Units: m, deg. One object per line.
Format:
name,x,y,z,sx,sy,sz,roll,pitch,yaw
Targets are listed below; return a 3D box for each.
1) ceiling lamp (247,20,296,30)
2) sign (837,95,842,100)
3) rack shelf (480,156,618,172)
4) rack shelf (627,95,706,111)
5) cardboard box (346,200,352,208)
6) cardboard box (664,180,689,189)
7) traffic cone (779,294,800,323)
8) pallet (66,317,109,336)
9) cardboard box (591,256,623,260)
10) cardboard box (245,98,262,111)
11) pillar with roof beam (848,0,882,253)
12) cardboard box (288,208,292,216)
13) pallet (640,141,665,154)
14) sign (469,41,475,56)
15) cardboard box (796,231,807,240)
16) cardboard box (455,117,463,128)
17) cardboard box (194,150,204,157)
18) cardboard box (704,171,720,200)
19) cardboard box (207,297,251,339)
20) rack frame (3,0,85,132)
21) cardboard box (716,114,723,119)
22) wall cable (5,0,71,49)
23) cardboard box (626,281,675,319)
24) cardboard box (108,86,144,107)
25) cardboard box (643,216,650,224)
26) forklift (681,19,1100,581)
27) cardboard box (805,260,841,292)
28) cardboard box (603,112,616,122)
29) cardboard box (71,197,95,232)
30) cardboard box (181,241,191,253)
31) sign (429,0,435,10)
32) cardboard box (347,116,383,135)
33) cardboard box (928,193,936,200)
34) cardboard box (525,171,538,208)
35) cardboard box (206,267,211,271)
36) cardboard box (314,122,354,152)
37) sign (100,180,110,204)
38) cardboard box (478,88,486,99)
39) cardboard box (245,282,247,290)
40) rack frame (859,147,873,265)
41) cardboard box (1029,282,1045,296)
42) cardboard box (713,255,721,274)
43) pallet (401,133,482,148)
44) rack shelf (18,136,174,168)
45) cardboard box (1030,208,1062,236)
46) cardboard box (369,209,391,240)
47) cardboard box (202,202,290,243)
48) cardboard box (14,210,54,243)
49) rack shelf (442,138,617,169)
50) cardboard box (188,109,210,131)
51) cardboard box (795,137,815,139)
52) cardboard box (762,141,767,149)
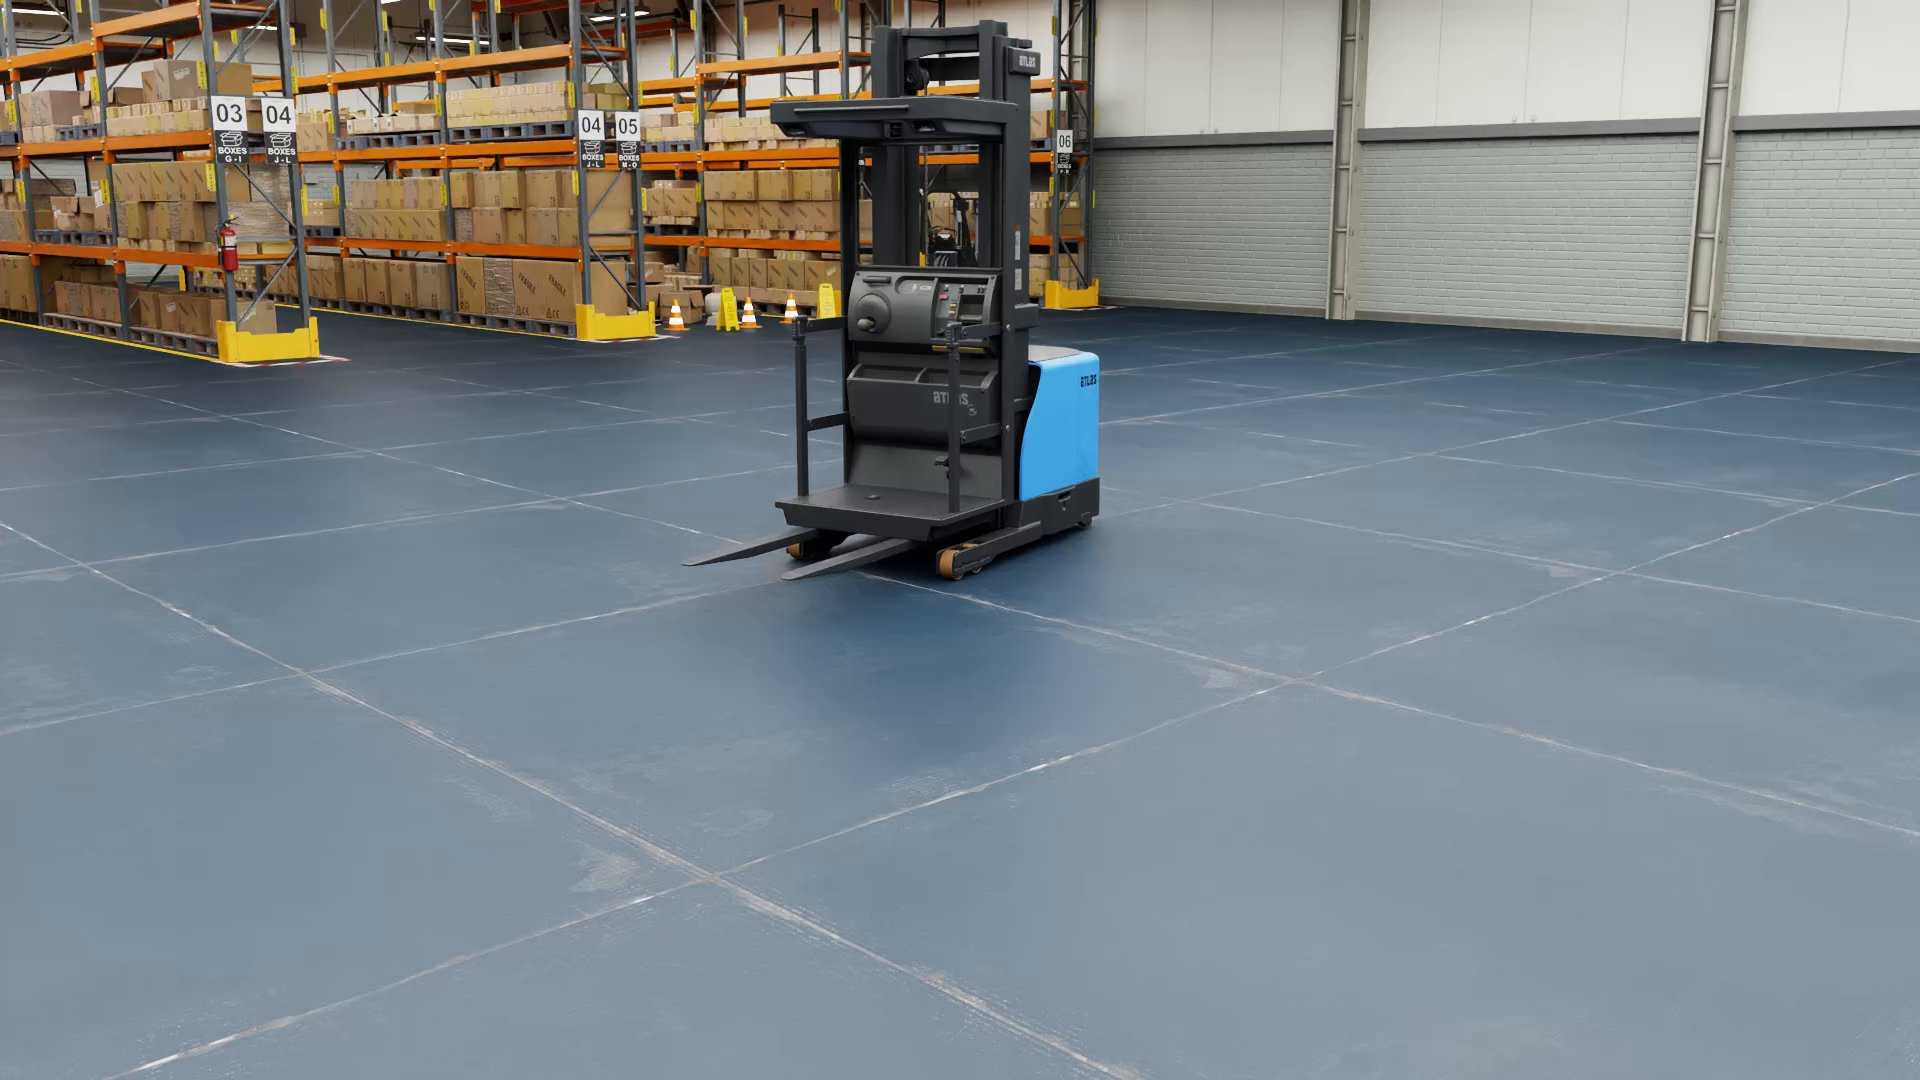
ceiling lamp,-16.172,-13.322,37.808,2.000,3.185,0.800,-11,16,-43
sign,-1.931,-6.964,26.653,0.100,0.325,0.005,-11,16,-43
rack shelf,-8.421,-7.712,34.260,1.077,0.370,4.000,-11,16,-43
rack shelf,-7.596,-10.456,40.151,1.077,0.370,4.000,-11,16,-43
cardboard box,-10.917,-6.106,30.224,0.250,0.149,0.380,11,16,44
cardboard box,-5.245,-6.572,30.746,0.250,0.149,0.380,11,16,43
traffic cone,-2.745,-3.776,27.095,0.336,0.463,0.334,-11,16,-43
pallet,-12.831,-3.265,25.234,1.003,0.211,1.213,-11,16,-43
cardboard box,-7.457,-5.581,33.791,0.875,0.875,0.875,-11,16,-43
cardboard box,-8.706,-5.418,20.727,0.380,0.149,0.250,-11,16,-43
pillar with roof beam,-5.014,-9.269,32.603,9.100,9.000,0.548,-11,16,-43
cardboard box,-12.113,-6.024,30.561,0.380,0.149,0.250,-10,16,-41
pallet,-5.345,-7.353,31.198,1.213,0.211,1.003,-11,16,-43
sign,-10.221,-10.287,34.834,0.100,0.325,0.005,-11,16,-43
cardboard box,-2.545,-5.133,28.015,0.380,0.149,0.250,-11,16,-42
cardboard box,-7.602,-6.478,25.821,0.380,0.149,0.250,-11,16,-42
cardboard box,-15.224,-7.910,33.810,0.500,0.250,0.500,11,16,43
cardboard box,-4.131,-6.310,29.641,0.700,0.500,0.500,-11,16,-43
cardboard box,-9.540,-2.912,21.768,0.500,0.500,0.500,-6,13,-28
rack frame,-14.208,-7.861,25.765,1.000,3.000,0.127,-11,16,-43
cardboard box,-4.743,-7.778,30.891,0.500,0.250,0.500,-11,16,-44
wall cable,-21.144,-11.910,37.445,2.277,5.999,0.120,-11,16,-43
cardboard box,-5.211,-4.019,27.834,0.797,0.637,0.503,-11,16,-43
cardboard box,-11.698,-6.147,23.582,0.637,0.503,0.797,11,16,42
cardboard box,-5.869,-6.070,31.523,0.380,0.149,0.250,-10,15,-41
forklift,-0.321,-1.327,9.088,1.130,2.935,3.031,7,13,30
cardboard box,-2.257,-4.443,27.957,0.500,0.500,0.500,-11,16,-42
cardboard box,-5.031,-6.127,24.117,0.380,0.149,0.250,-11,16,-42
cardboard box,-12.709,-4.835,24.650,0.797,0.503,0.637,-9,15,-37
cardboard box,-9.904,-3.825,21.666,0.380,0.149,0.250,-11,16,-43
sign,-8.172,-8.372,25.737,0.100,0.325,0.005,-11,16,-43
cardboard box,-10.210,-7.143,28.646,0.500,0.311,0.500,-11,16,-42
cardboard box,-0.426,-6.813,32.956,0.380,0.149,0.250,-11,16,-42
cardboard box,-5.989,-5.261,24.968,0.875,0.550,0.550,-11,16,-43
cardboard box,-15.369,-5.641,34.407,0.250,0.149,0.380,11,16,42
cardboard box,-11.129,-7.165,29.574,0.500,0.500,0.500,-11,16,-43
sign,-11.844,-4.828,23.043,0.100,0.325,0.005,-11,16,-43
cardboard box,-7.077,-6.757,25.202,0.380,0.149,0.250,-11,16,-42
cardboard box,-13.949,-5.051,33.021,0.380,0.149,0.250,-10,16,-41
rack frame,-1.515,-5.136,27.407,1.000,3.000,0.127,-11,16,-43
cardboard box,1.519,-4.712,31.121,0.500,0.250,0.500,-11,16,-42
cardboard box,-5.327,-6.309,38.255,0.500,0.500,0.500,11,16,43
pallet,-8.457,-6.518,27.153,1.217,0.209,0.805,11,16,43
rack shelf,-12.826,-5.747,24.724,1.077,0.370,4.000,-11,16,-43
cardboard box,1.542,-5.912,30.928,0.500,0.500,0.500,-11,16,-44
cardboard box,-9.735,-5.397,28.428,0.500,0.500,0.500,-11,16,-43
cardboard box,-9.043,-4.034,21.072,0.875,0.500,0.500,-11,16,-43
cardboard box,-14.728,-5.009,26.543,0.500,0.500,0.500,-10,15,-41
rack shelf,-6.407,-5.840,25.174,1.077,0.370,4.000,-11,16,-43
cardboard box,-9.200,-5.186,20.586,0.500,0.250,0.500,-10,16,-41
cardboard box,-2.401,-6.790,27.636,0.500,0.250,0.500,-11,16,-43
cardboard box,-3.174,-6.761,28.481,0.380,0.149,0.250,-11,16,-42
